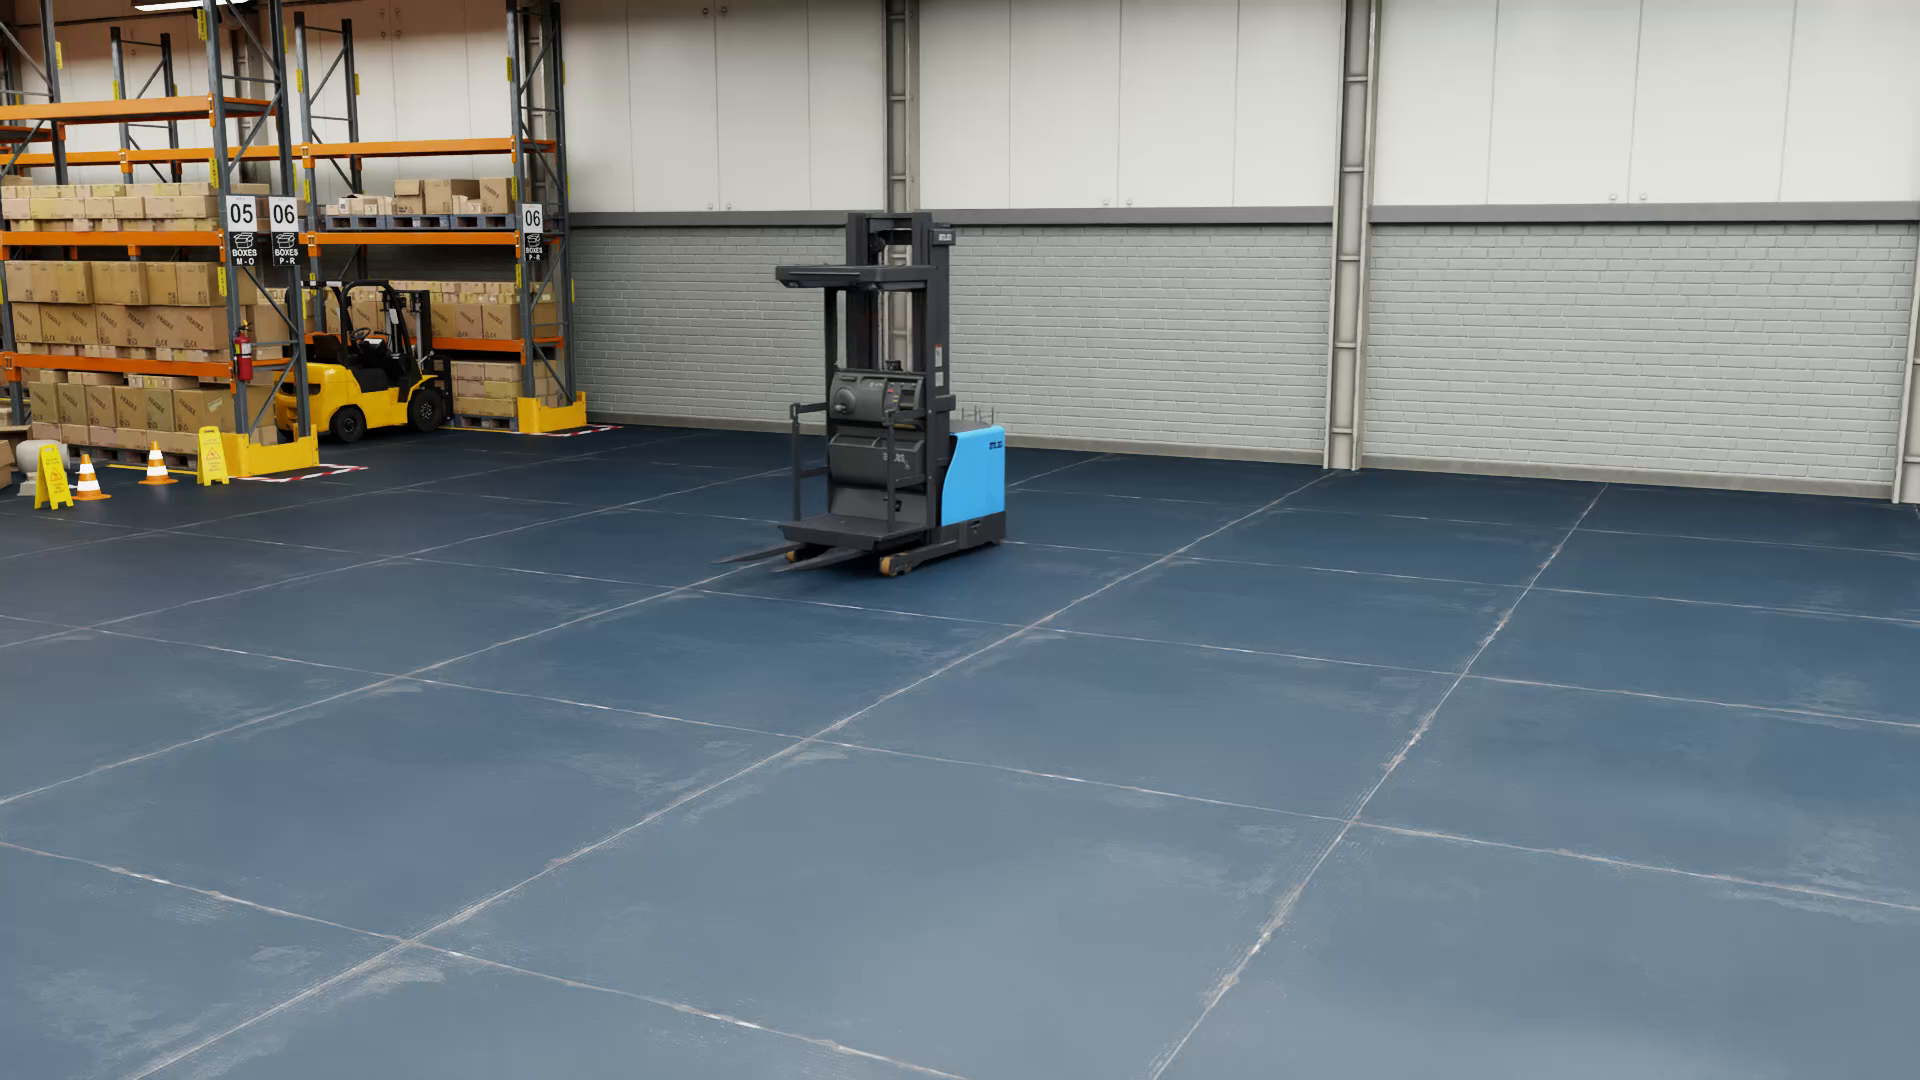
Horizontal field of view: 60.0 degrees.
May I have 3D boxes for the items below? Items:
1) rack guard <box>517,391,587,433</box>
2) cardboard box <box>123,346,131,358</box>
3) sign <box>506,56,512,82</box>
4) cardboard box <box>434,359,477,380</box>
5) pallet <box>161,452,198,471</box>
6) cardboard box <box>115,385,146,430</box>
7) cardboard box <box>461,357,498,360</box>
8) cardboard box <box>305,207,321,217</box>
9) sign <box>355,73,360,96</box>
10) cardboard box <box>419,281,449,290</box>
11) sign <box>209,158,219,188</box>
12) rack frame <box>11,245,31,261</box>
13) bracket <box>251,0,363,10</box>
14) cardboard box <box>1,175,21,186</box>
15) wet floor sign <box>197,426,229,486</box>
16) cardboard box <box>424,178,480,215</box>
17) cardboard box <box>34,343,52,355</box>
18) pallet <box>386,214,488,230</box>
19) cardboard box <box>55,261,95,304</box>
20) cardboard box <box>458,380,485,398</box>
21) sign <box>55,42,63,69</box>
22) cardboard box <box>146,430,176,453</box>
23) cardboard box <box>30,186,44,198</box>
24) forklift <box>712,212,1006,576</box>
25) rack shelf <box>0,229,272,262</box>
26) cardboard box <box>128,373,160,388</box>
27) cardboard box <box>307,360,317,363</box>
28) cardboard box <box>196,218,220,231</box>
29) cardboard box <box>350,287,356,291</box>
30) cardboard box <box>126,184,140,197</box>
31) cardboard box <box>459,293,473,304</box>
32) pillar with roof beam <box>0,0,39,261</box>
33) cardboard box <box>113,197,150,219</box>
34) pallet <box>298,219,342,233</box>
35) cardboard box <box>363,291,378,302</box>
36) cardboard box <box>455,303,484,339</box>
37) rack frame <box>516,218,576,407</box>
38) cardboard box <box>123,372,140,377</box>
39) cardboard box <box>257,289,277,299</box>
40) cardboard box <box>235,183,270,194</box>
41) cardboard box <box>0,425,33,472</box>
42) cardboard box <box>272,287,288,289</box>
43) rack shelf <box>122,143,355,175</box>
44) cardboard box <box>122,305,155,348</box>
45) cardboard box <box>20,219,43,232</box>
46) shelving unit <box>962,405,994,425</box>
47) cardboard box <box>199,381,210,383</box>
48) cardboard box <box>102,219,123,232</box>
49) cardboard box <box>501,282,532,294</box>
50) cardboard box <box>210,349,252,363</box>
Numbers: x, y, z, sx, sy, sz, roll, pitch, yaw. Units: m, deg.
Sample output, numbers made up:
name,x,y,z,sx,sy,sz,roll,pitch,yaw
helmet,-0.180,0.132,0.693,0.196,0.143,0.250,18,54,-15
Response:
name,x,y,z,sx,sy,sz,roll,pitch,yaw
rack guard,-5.906,-1.861,24.108,0.348,0.500,1.175,5,11,26
cardboard box,-9.913,-2.295,20.193,0.250,0.149,0.380,5,11,26
sign,-6.181,-6.458,22.799,0.005,0.325,0.100,5,11,26
cardboard box,-7.396,-2.502,24.368,0.500,0.250,0.500,5,11,27
pallet,-8.902,-1.003,20.181,1.213,0.211,1.003,5,11,26
cardboard box,-9.874,-1.625,20.224,0.500,0.500,0.500,5,11,24
cardboard box,-7.169,-2.586,24.832,0.500,0.250,0.500,5,11,25
cardboard box,-10.189,-5.114,25.889,0.250,0.149,0.380,5,11,26
sign,-9.247,-6.984,25.485,0.005,0.325,0.100,5,11,26
cardboard box,-7.721,-3.722,24.436,0.250,0.149,0.380,5,11,27
sign,-8.384,-4.124,18.687,0.005,0.325,0.100,5,11,26
rack frame,-16.689,-4.038,29.121,0.127,3.000,1.000,5,11,26
bracket,-8.993,-8.194,25.129,4.783,0.066,0.076,5,11,26
cardboard box,-12.284,-4.495,21.060,0.500,0.250,0.500,5,12,27
wet floor sign,-8.424,-0.955,18.697,0.267,0.644,0.232,-10,14,-43
cardboard box,-7.307,-4.966,24.086,0.500,0.500,0.700,5,11,26
cardboard box,-11.318,-2.404,20.794,0.250,0.149,0.380,5,12,27
pallet,-7.649,-4.681,24.498,1.213,0.211,1.003,5,11,26
cardboard box,-10.523,-3.146,20.264,0.500,0.500,0.700,5,11,25
cardboard box,-6.948,-2.222,24.223,0.500,0.250,0.500,5,11,25
sign,-11.451,-6.151,21.102,0.005,0.325,0.100,5,11,26
cardboard box,-9.426,-1.216,20.069,0.500,0.250,0.500,5,11,26
cardboard box,-11.091,-4.245,20.304,0.250,0.149,0.380,5,11,24
forklift,-0.824,-1.239,13.848,1.130,2.935,3.031,7,12,33
rack shelf,-9.914,-3.579,20.182,4.000,0.370,1.077,5,11,26
cardboard box,-9.773,-1.923,20.045,0.250,0.149,0.380,6,12,28
cardboard box,-9.988,-2.485,26.029,0.625,0.625,0.875,6,12,28
cardboard box,-8.565,-3.636,19.178,0.250,0.149,0.380,5,11,26
cardboard box,-9.078,-3.847,25.125,0.250,0.149,0.380,5,11,27
cardboard box,-9.650,-4.141,19.732,0.250,0.149,0.380,5,11,24
cardboard box,-7.028,-3.511,24.103,0.250,0.149,0.380,5,11,25
pillar with roof beam,-18.820,-6.502,25.886,0.548,9.000,9.100,5,11,26
cardboard box,-9.617,-3.926,19.661,0.500,0.250,0.500,5,12,27
pallet,-10.312,-4.857,25.760,1.217,0.209,0.805,5,11,24
cardboard box,-8.678,-3.642,24.827,0.250,0.149,0.380,5,12,27
cardboard box,-6.947,-3.181,24.104,0.500,0.500,0.500,5,12,28
rack frame,-5.928,-3.093,23.896,0.127,3.000,1.000,5,11,26
cardboard box,-13.577,-2.699,27.559,0.500,0.500,0.500,5,12,27
cardboard box,-10.650,-3.812,25.771,0.250,0.149,0.380,5,11,24
cardboard box,-8.349,-4.105,19.533,0.250,0.149,0.380,5,11,25
cardboard box,-11.349,-1.084,19.811,0.500,0.500,0.500,-4,11,-23
cardboard box,-10.855,-3.947,26.515,0.250,0.149,0.380,5,11,25
rack shelf,-11.309,-5.967,26.074,4.000,0.370,1.077,5,11,26
cardboard box,-9.624,-2.574,19.915,0.500,0.500,0.500,5,11,26
cardboard box,-11.328,-3.874,20.493,0.250,0.149,0.380,5,11,26
shelving unit,0.164,-0.625,15.316,0.189,1.200,0.258,6,12,32
cardboard box,-9.661,-1.713,20.709,0.500,0.500,0.500,5,12,27
cardboard box,-9.962,-3.749,19.807,0.250,0.149,0.380,5,11,25
cardboard box,-6.342,-3.602,23.773,0.250,0.149,0.380,5,11,26
cardboard box,-8.551,-2.171,19.511,0.250,0.149,0.380,5,12,28
